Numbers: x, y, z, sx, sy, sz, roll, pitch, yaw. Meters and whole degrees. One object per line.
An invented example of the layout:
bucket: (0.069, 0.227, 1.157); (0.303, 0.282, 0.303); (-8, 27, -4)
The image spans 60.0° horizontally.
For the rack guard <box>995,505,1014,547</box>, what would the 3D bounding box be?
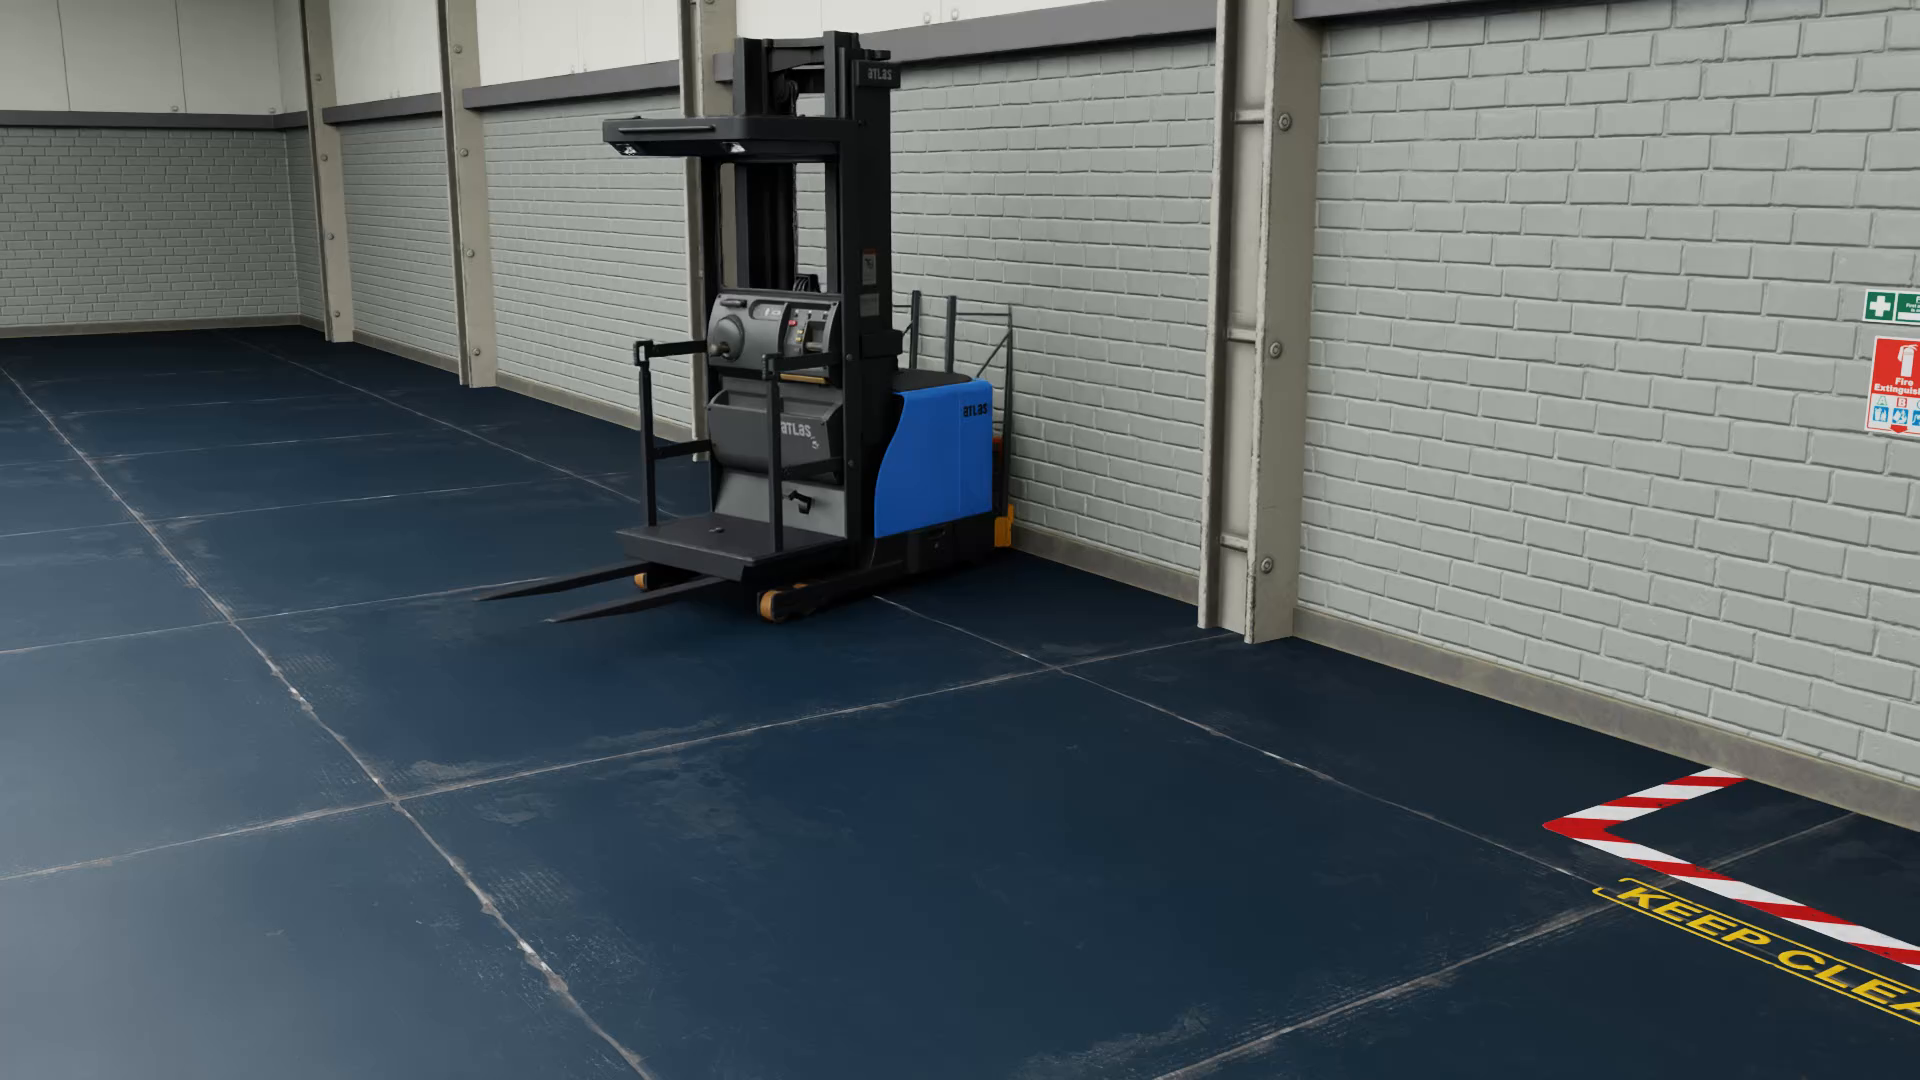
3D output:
rack guard: (0.075, -0.077, 10.001); (0.587, 0.250, 0.087); (-4, 12, -36)

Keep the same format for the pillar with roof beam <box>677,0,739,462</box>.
pillar with roof beam: (-5.478, -4.503, 9.888); (9.100, 9.000, 0.400); (-8, 15, -33)

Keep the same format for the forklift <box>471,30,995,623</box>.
forklift: (-1.132, -1.133, 8.684); (1.130, 2.935, 3.031); (10, 16, 39)

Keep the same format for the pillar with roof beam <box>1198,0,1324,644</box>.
pillar with roof beam: (-2.154, -3.436, 5.008); (9.100, 9.000, 0.400); (-8, 15, -33)

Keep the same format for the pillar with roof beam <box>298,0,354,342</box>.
pillar with roof beam: (-12.127, -6.637, 19.647); (9.100, 9.000, 0.400); (-8, 15, -33)

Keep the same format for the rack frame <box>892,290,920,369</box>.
rack frame: (-0.501, -0.855, 10.697); (0.500, 1.500, 0.032); (-4, 12, -36)

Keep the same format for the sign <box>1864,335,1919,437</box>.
sign: (3.196, -0.519, 5.632); (0.001, 0.329, 0.234); (-8, 15, -33)

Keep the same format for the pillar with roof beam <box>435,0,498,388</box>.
pillar with roof beam: (-8.802, -5.570, 14.767); (9.100, 9.000, 0.400); (-8, 15, -33)

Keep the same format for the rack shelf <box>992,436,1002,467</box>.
rack shelf: (-0.207, -0.597, 10.326); (0.538, 0.185, 1.000); (-4, 12, -36)

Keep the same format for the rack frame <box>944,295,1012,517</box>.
rack frame: (0.104, -0.693, 9.896); (0.500, 1.500, 0.032); (-4, 12, -36)

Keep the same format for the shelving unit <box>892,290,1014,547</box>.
shelving unit: (-0.193, -0.772, 10.290); (0.587, 1.500, 1.083); (-4, 12, -36)

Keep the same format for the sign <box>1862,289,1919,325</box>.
sign: (3.192, -0.776, 5.567); (0.001, 0.109, 0.331); (-8, 15, -33)
